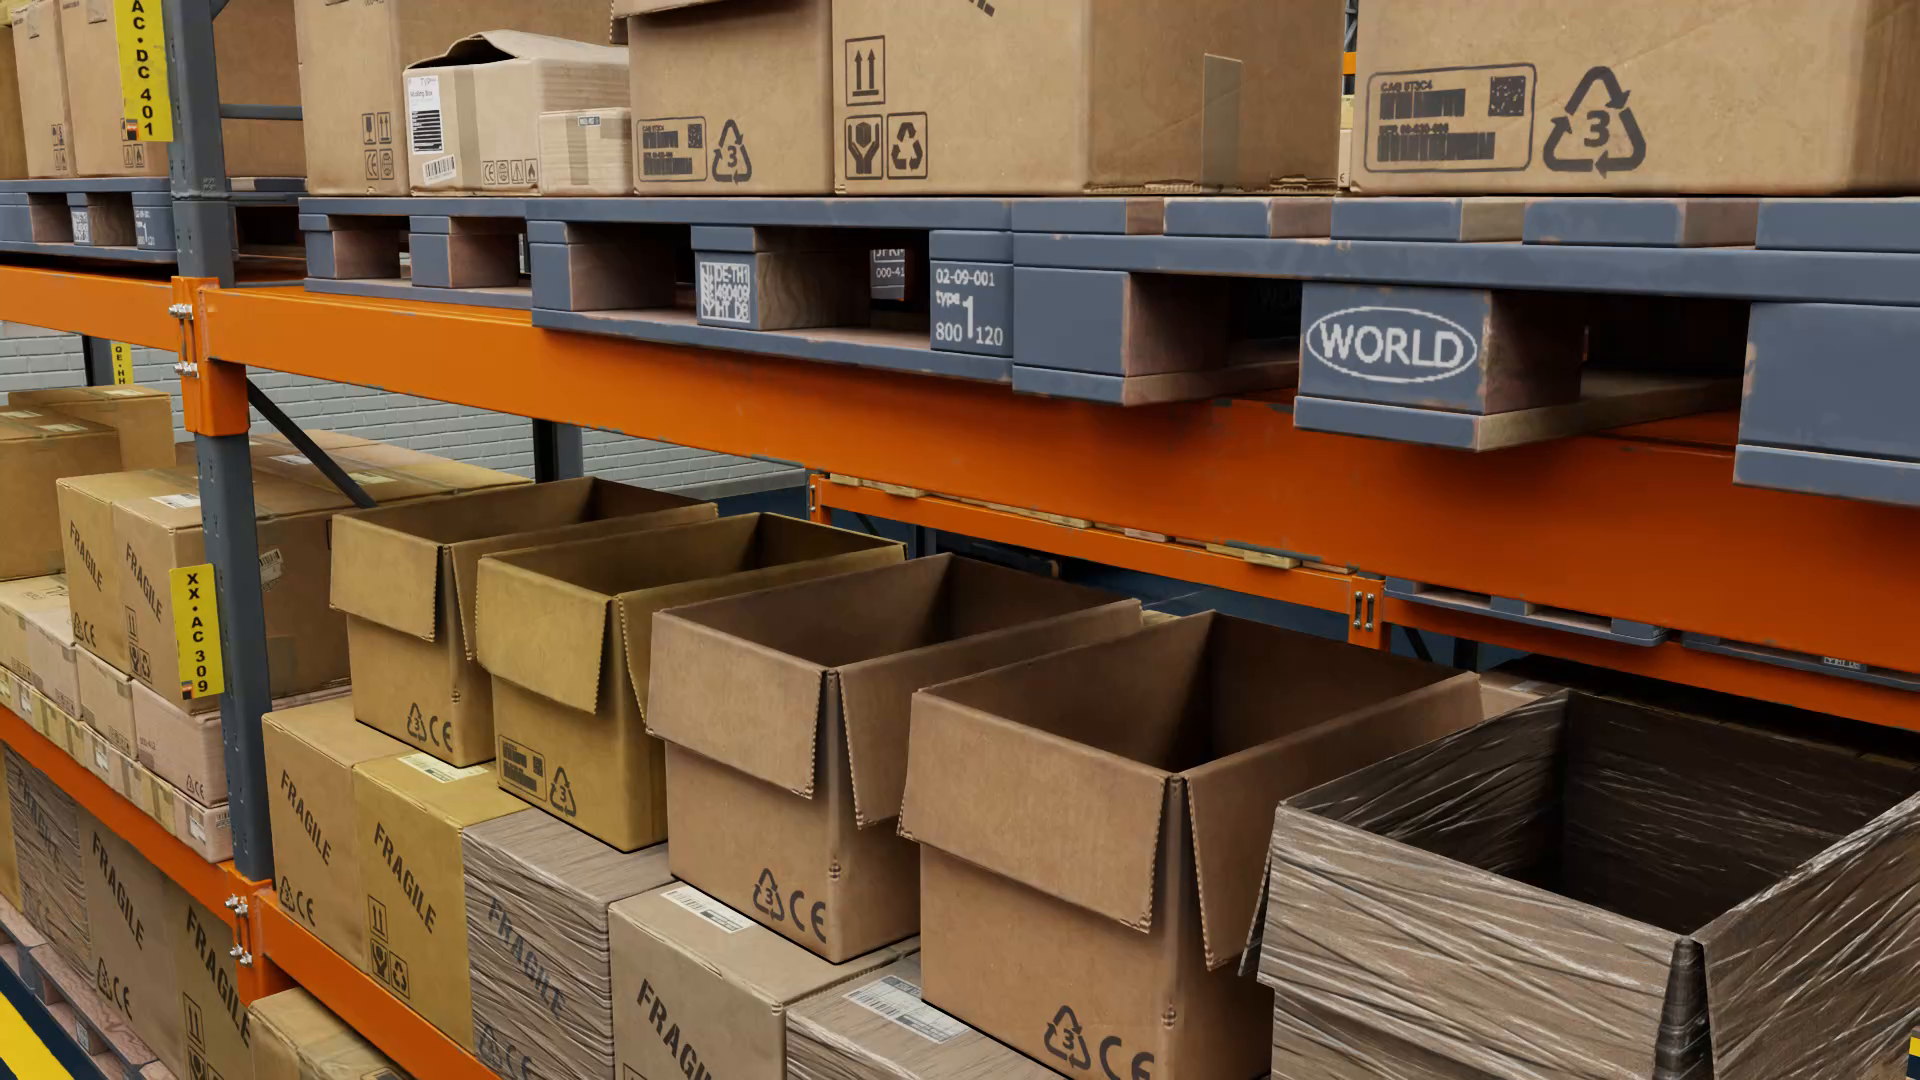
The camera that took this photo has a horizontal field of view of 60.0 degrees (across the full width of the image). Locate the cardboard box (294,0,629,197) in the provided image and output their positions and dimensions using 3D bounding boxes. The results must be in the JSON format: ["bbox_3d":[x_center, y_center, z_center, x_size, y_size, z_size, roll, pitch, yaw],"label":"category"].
[{"bbox_3d":[-1.049,-1.032,3.763,0.700,0.500,0.500,-10,16,-41],"label":"cardboard box"}]

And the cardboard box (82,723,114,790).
[{"bbox_3d":[-2.437,0.621,5.088,0.380,0.149,0.250,-11,16,-42],"label":"cardboard box"}]

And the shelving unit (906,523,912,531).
[{"bbox_3d":[-0.239,-0.646,15.075,0.258,1.200,0.503,-10,15,-39],"label":"shelving unit"}]

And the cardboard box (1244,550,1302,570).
[{"bbox_3d":[1.577,0.024,7.983,0.250,0.149,0.380,11,16,44],"label":"cardboard box"}]

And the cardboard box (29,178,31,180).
[{"bbox_3d":[-2.668,-1.445,5.521,0.700,0.500,0.500,-10,15,-40],"label":"cardboard box"}]

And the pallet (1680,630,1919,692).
[{"bbox_3d":[3.566,0.327,6.366,1.003,0.211,1.213,-11,16,-43],"label":"pallet"}]

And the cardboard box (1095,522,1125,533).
[{"bbox_3d":[0.929,-0.144,8.801,0.380,0.149,0.250,-11,16,-43],"label":"cardboard box"}]

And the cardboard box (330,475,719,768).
[{"bbox_3d":[-1.010,0.161,3.964,0.637,0.503,0.797,11,16,44],"label":"cardboard box"}]

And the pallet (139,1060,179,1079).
[{"bbox_3d":[-1.926,1.853,5.395,1.003,0.211,1.213,-11,16,-43],"label":"pallet"}]

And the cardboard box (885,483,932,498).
[{"bbox_3d":[-0.223,-0.357,9.834,0.250,0.149,0.380,11,16,44],"label":"cardboard box"}]

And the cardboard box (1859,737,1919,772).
[{"bbox_3d":[3.604,0.956,6.134,0.500,0.250,0.500,-10,16,-41],"label":"cardboard box"}]

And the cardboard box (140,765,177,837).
[{"bbox_3d":[-2.083,0.696,4.724,0.380,0.149,0.250,-10,16,-41],"label":"cardboard box"}]

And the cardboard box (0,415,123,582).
[{"bbox_3d":[-3.376,-0.159,6.025,0.500,0.500,0.500,11,16,44],"label":"cardboard box"}]

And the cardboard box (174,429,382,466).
[{"bbox_3d":[-2.300,-0.084,5.663,0.500,0.500,0.500,11,16,43],"label":"cardboard box"}]

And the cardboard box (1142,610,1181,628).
[{"bbox_3d":[1.051,0.521,9.499,0.380,0.149,0.250,-11,16,-42],"label":"cardboard box"}]

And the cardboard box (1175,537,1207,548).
[{"bbox_3d":[1.307,-0.070,8.442,0.250,0.149,0.380,11,16,44],"label":"cardboard box"}]

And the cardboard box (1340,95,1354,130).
[{"bbox_3d":[1.786,-1.911,7.463,0.250,0.149,0.380,11,16,43],"label":"cardboard box"}]

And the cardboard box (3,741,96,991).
[{"bbox_3d":[-3.091,1.075,6.484,0.875,0.875,0.875,-11,16,-43],"label":"cardboard box"}]

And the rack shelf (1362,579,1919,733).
[{"bbox_3d":[3.581,0.577,6.461,1.077,0.370,4.000,-11,16,-43],"label":"rack shelf"}]

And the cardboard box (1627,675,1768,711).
[{"bbox_3d":[3.242,0.734,7.210,0.500,0.250,0.500,-10,15,-40],"label":"cardboard box"}]

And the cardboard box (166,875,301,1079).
[{"bbox_3d":[-1.855,1.336,5.216,0.875,0.875,0.875,-11,16,-43],"label":"cardboard box"}]

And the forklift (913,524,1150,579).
[{"bbox_3d":[0.919,-1.223,13.584,1.130,2.935,3.031,-10,15,-39],"label":"forklift"}]

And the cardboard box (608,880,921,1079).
[{"bbox_3d":[-0.267,0.883,2.944,0.500,0.500,0.500,-10,16,-41],"label":"cardboard box"}]

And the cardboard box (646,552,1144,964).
[{"bbox_3d":[-0.104,0.351,3.040,0.797,0.503,0.637,-10,15,-41],"label":"cardboard box"}]

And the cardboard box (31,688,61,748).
[{"bbox_3d":[-2.792,0.546,5.452,0.380,0.149,0.250,-11,16,-43],"label":"cardboard box"}]

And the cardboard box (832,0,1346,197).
[{"bbox_3d":[0.172,-0.724,2.269,0.500,0.500,0.500,-10,15,-40],"label":"cardboard box"}]

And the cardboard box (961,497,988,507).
[{"bbox_3d":[0.225,-0.295,9.534,0.380,0.149,0.250,-11,16,-43],"label":"cardboard box"}]

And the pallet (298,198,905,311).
[{"bbox_3d":[-0.788,-0.640,3.623,1.217,0.209,0.805,11,16,43],"label":"pallet"}]

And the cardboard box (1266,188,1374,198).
[{"bbox_3d":[1.666,-1.497,7.683,0.500,0.250,0.500,-10,16,-41],"label":"cardboard box"}]

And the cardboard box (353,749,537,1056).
[{"bbox_3d":[-0.973,0.735,3.661,0.500,0.500,0.500,-11,16,-42],"label":"cardboard box"}]

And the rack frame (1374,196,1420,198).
[{"bbox_3d":[2.200,-3.006,7.200,1.000,3.000,0.127,-11,16,-43],"label":"rack frame"}]

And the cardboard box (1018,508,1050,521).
[{"bbox_3d":[0.538,-0.215,9.142,0.380,0.149,0.250,-10,15,-41],"label":"cardboard box"}]

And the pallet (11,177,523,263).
[{"bbox_3d":[-2.015,-0.938,4.815,1.003,0.211,1.213,-11,16,-43],"label":"pallet"}]

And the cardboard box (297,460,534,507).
[{"bbox_3d":[-1.603,0.064,4.944,0.500,0.500,0.500,-11,16,-43],"label":"cardboard box"}]

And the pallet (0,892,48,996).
[{"bbox_3d":[-3.611,1.497,7.123,1.003,0.211,1.213,-11,16,-43],"label":"pallet"}]

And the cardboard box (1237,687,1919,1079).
[{"bbox_3d":[0.812,0.543,2.106,0.797,0.503,0.637,-10,15,-41],"label":"cardboard box"}]

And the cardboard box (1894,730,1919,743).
[{"bbox_3d":[3.978,0.885,6.477,0.500,0.250,0.500,-11,16,-42],"label":"cardboard box"}]

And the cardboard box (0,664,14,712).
[{"bbox_3d":[-3.150,0.470,5.817,0.250,0.149,0.380,11,16,44],"label":"cardboard box"}]

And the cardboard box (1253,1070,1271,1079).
[{"bbox_3d":[0.445,1.033,2.218,0.500,0.500,0.500,-11,16,-43],"label":"cardboard box"}]

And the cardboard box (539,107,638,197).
[{"bbox_3d":[-0.537,-0.705,3.046,0.250,0.149,0.380,11,16,43],"label":"cardboard box"}]

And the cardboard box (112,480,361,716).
[{"bbox_3d":[-1.968,0.140,4.576,0.500,0.500,0.500,-10,15,-41],"label":"cardboard box"}]

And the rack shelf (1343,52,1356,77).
[{"bbox_3d":[4.329,-3.454,12.149,1.077,0.370,4.000,-11,16,-43],"label":"rack shelf"}]

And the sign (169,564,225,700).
[{"bbox_3d":[-1.858,0.224,4.050,0.100,0.325,0.005,-11,16,-43],"label":"sign"}]

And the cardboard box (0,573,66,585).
[{"bbox_3d":[-3.375,0.209,6.096,0.500,0.250,0.500,11,16,43],"label":"cardboard box"}]

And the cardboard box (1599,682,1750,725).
[{"bbox_3d":[2.889,0.806,6.862,0.500,0.250,0.500,-10,16,-41],"label":"cardboard box"}]

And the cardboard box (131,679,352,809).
[{"bbox_3d":[-1.952,0.509,4.642,0.500,0.250,0.500,-11,16,-44],"label":"cardboard box"}]

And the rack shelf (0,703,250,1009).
[{"bbox_3d":[-2.838,0.669,6.011,1.077,0.370,4.000,-11,16,-43],"label":"rack shelf"}]

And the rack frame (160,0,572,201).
[{"bbox_3d":[-1.457,-2.329,3.917,1.000,3.000,0.127,-11,16,-43],"label":"rack frame"}]

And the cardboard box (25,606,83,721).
[{"bbox_3d":[-2.664,0.359,5.369,0.500,0.250,0.500,-10,16,-41],"label":"cardboard box"}]

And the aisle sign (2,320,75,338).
[{"bbox_3d":[-4.052,-1.300,7.347,0.394,0.787,0.004,-11,16,-43],"label":"aisle sign"}]

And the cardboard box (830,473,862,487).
[{"bbox_3d":[-0.576,-0.435,10.213,0.380,0.149,0.250,-11,16,-43],"label":"cardboard box"}]

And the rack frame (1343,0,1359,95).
[{"bbox_3d":[2.948,-4.294,13.453,1.000,3.000,0.127,-11,16,-43],"label":"rack frame"}]

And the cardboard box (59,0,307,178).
[{"bbox_3d":[-2.041,-1.270,4.670,0.500,0.500,0.700,11,16,42],"label":"cardboard box"}]

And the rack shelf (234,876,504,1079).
[{"bbox_3d":[-0.076,1.253,3.178,1.077,0.370,4.000,-11,16,-43],"label":"rack shelf"}]
